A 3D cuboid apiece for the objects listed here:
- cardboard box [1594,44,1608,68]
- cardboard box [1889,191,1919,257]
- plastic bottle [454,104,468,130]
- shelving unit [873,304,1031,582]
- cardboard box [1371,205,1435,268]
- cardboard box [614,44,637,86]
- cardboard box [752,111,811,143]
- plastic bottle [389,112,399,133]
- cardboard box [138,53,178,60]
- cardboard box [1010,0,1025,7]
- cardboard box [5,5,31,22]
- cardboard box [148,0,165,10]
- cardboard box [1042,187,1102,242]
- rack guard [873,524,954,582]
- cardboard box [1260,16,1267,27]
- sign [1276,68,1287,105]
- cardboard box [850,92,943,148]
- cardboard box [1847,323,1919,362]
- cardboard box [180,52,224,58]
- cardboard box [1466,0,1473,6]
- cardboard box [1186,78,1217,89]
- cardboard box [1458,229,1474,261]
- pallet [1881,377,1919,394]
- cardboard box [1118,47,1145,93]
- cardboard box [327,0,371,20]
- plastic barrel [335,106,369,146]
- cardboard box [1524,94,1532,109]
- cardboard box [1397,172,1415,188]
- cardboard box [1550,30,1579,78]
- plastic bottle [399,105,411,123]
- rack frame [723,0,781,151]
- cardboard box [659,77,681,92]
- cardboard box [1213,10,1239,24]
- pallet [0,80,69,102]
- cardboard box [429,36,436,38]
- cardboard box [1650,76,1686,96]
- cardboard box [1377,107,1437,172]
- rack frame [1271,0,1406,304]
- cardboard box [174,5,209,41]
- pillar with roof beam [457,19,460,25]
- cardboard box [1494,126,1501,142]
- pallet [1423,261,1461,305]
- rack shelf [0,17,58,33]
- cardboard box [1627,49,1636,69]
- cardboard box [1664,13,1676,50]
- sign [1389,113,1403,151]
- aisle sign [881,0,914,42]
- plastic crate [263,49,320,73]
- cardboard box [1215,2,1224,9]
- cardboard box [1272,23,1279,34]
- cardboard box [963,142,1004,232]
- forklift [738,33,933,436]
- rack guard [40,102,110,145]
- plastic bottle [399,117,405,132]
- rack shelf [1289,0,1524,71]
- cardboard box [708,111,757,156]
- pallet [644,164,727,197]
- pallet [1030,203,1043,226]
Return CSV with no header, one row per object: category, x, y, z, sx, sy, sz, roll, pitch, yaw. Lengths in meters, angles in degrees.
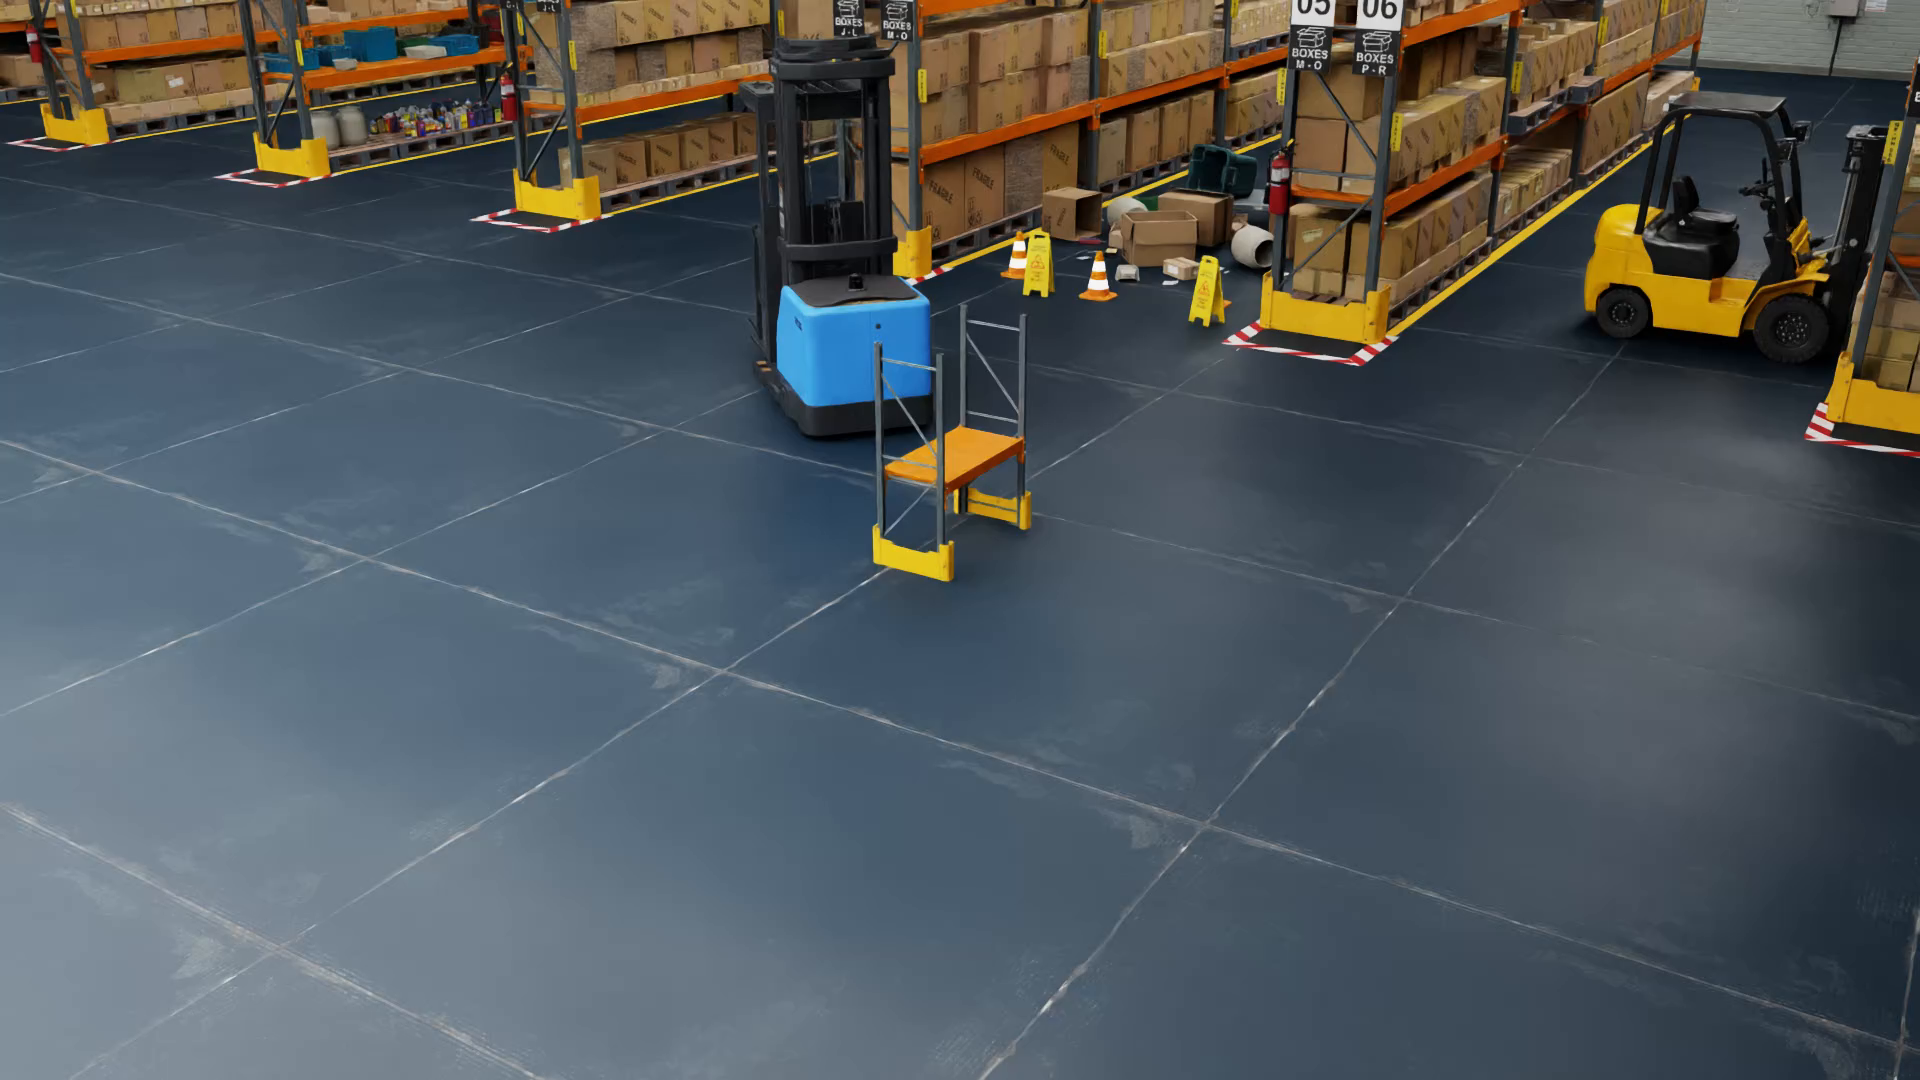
cardboard box,8.101,-6.315,21.621,0.500,0.250,0.500,14,27,29
cardboard box,7.659,-2.563,13.269,0.500,0.500,0.500,13,27,28
plastic bottle,-7.480,-6.334,24.887,0.144,0.351,0.185,14,27,29
shelving unit,3.991,-3.379,16.791,0.587,1.800,16.366,14,27,29
cardboard box,4.348,-3.010,16.415,0.500,0.500,0.500,13,26,27
cardboard box,-4.540,-5.968,20.759,0.875,0.500,0.500,14,27,29
cardboard box,-2.563,-6.019,23.971,0.700,0.500,0.500,12,26,25
plastic bottle,-8.380,-6.174,24.601,0.061,0.283,0.133,14,27,29
cardboard box,-15.156,-9.182,31.278,0.700,0.500,0.500,15,28,31
cardboard box,0.763,-8.949,28.021,0.500,0.500,0.500,14,27,28
cardboard box,-16.309,-9.083,28.620,0.500,0.250,0.500,14,27,29
cardboard box,-12.496,-8.268,25.632,0.380,0.149,0.250,13,27,27
cardboard box,1.308,-3.803,19.403,0.500,0.500,0.500,20,30,38
rack guard,-0.303,0.079,10.753,0.587,0.250,0.087,14,27,29
cardboard box,4.335,-7.725,24.732,0.380,0.149,0.250,14,27,29
sign,2.943,-4.134,15.169,0.100,0.325,0.005,14,27,29
cardboard box,-0.698,-4.542,17.777,0.875,0.550,0.550,14,27,29
cardboard box,7.614,-1.686,13.672,0.500,0.250,0.500,13,27,28
cardboard box,-12.357,-7.685,27.216,0.500,0.500,0.500,14,27,29
cardboard box,4.843,-5.362,16.400,0.380,0.149,0.250,15,27,30
cardboard box,3.503,-6.714,24.657,0.500,0.250,0.500,13,27,28
cardboard box,5.158,-3.178,17.748,0.500,0.250,0.500,13,27,28
pallet,7.990,-1.283,13.948,1.003,0.211,1.213,14,27,29
cardboard box,2.027,-6.026,21.268,0.500,0.500,0.500,14,27,29
cardboard box,-10.623,-9.318,28.874,0.500,0.500,0.500,16,28,33
plastic barrel,-8.677,-5.908,23.724,0.421,0.512,0.421,0,23,0
cardboard box,6.213,-4.965,18.731,0.380,0.149,0.250,14,27,30
cardboard box,4.089,-3.452,15.764,0.380,0.149,0.250,13,27,27
cardboard box,7.091,-5.851,19.961,0.500,0.500,0.500,12,26,25
plastic bottle,-8.314,-6.330,24.878,0.144,0.351,0.185,15,28,31
rack frame,-2.905,-6.762,23.094,1.000,3.000,0.127,14,27,29
cardboard box,-3.789,-5.828,21.254,0.380,0.149,0.250,14,27,29
cardboard box,3.776,-7.505,23.850,0.380,0.149,0.250,14,27,29
pallet,-16.497,-7.949,29.345,1.003,0.211,1.213,14,27,29
cardboard box,-9.735,-9.262,31.096,0.500,0.311,0.500,15,28,31
cardboard box,11.105,-7.198,26.797,0.875,0.438,0.875,15,27,30
cardboard box,4.160,-3.794,15.739,0.500,0.500,0.500,15,27,31
rack frame,3.404,-3.335,15.178,1.000,3.000,0.127,14,27,29
cardboard box,-12.358,-8.213,26.319,0.700,0.500,0.500,15,27,31
pillar with roof beam,-8.018,-14.844,34.213,9.100,9.000,0.400,14,27,29
cardboard box,5.603,-4.397,17.948,0.380,0.149,0.250,14,27,28
pallet,4.547,-2.758,17.355,1.003,0.211,1.213,14,27,29
rack shelf,-16.585,-8.871,28.871,1.077,0.370,4.000,14,27,29
cardboard box,9.159,-6.774,23.311,0.500,0.250,0.500,13,27,28
cardboard box,10.473,-7.703,25.143,0.500,0.500,0.500,14,27,29
sign,3.865,-3.618,14.743,0.100,0.325,0.005,14,27,29
aisle sign,-0.637,-5.444,16.778,0.394,0.787,0.004,14,27,29
plastic crate,-9.213,-6.613,22.937,0.499,0.251,0.616,14,27,29
cardboard box,3.776,-7.994,24.979,0.380,0.149,0.250,14,27,29
cardboard box,4.609,-7.760,25.187,0.380,0.149,0.250,13,27,27
cardboard box,-0.091,-4.096,19.082,0.875,0.875,0.875,13,27,28
forklift,-1.169,-2.711,13.822,1.130,2.935,3.031,-8,25,-17
rack guard,-13.442,-6.334,25.251,1.175,0.500,0.348,14,27,29
plastic bottle,-8.282,-6.185,24.731,0.097,0.201,0.097,0,23,0
rack shelf,4.459,-5.056,16.284,1.077,0.370,4.000,14,27,29
cardboard box,-3.150,-5.681,23.214,0.500,0.500,0.500,13,27,27
pallet,-3.872,-4.834,22.152,1.003,0.211,1.213,14,27,29
pallet,0.787,-4.168,20.613,1.003,0.211,1.213,14,27,29
